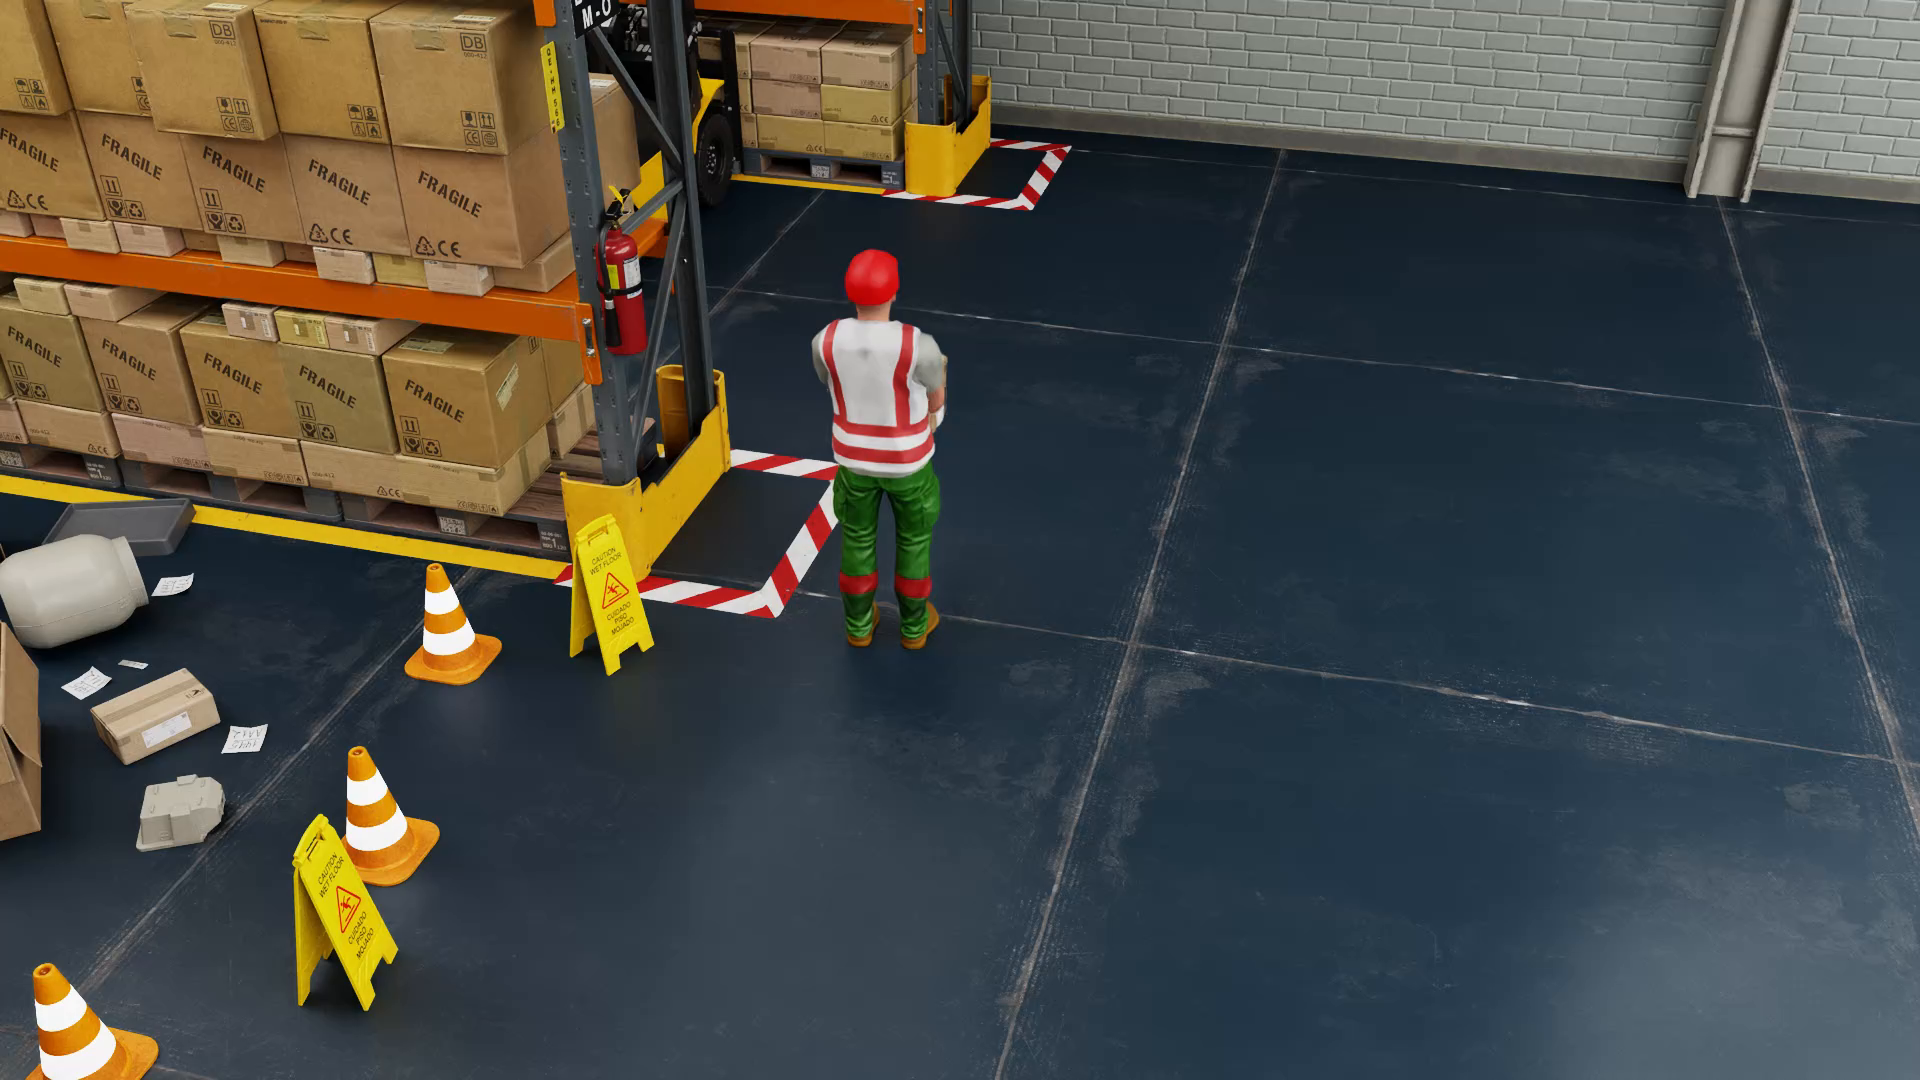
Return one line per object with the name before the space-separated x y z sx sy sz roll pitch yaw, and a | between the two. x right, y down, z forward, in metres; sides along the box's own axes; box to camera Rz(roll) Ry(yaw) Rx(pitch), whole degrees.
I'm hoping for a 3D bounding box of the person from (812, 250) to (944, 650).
person | -0.292 -0.385 6.721 0.511 1.788 0.559 6 33 10
